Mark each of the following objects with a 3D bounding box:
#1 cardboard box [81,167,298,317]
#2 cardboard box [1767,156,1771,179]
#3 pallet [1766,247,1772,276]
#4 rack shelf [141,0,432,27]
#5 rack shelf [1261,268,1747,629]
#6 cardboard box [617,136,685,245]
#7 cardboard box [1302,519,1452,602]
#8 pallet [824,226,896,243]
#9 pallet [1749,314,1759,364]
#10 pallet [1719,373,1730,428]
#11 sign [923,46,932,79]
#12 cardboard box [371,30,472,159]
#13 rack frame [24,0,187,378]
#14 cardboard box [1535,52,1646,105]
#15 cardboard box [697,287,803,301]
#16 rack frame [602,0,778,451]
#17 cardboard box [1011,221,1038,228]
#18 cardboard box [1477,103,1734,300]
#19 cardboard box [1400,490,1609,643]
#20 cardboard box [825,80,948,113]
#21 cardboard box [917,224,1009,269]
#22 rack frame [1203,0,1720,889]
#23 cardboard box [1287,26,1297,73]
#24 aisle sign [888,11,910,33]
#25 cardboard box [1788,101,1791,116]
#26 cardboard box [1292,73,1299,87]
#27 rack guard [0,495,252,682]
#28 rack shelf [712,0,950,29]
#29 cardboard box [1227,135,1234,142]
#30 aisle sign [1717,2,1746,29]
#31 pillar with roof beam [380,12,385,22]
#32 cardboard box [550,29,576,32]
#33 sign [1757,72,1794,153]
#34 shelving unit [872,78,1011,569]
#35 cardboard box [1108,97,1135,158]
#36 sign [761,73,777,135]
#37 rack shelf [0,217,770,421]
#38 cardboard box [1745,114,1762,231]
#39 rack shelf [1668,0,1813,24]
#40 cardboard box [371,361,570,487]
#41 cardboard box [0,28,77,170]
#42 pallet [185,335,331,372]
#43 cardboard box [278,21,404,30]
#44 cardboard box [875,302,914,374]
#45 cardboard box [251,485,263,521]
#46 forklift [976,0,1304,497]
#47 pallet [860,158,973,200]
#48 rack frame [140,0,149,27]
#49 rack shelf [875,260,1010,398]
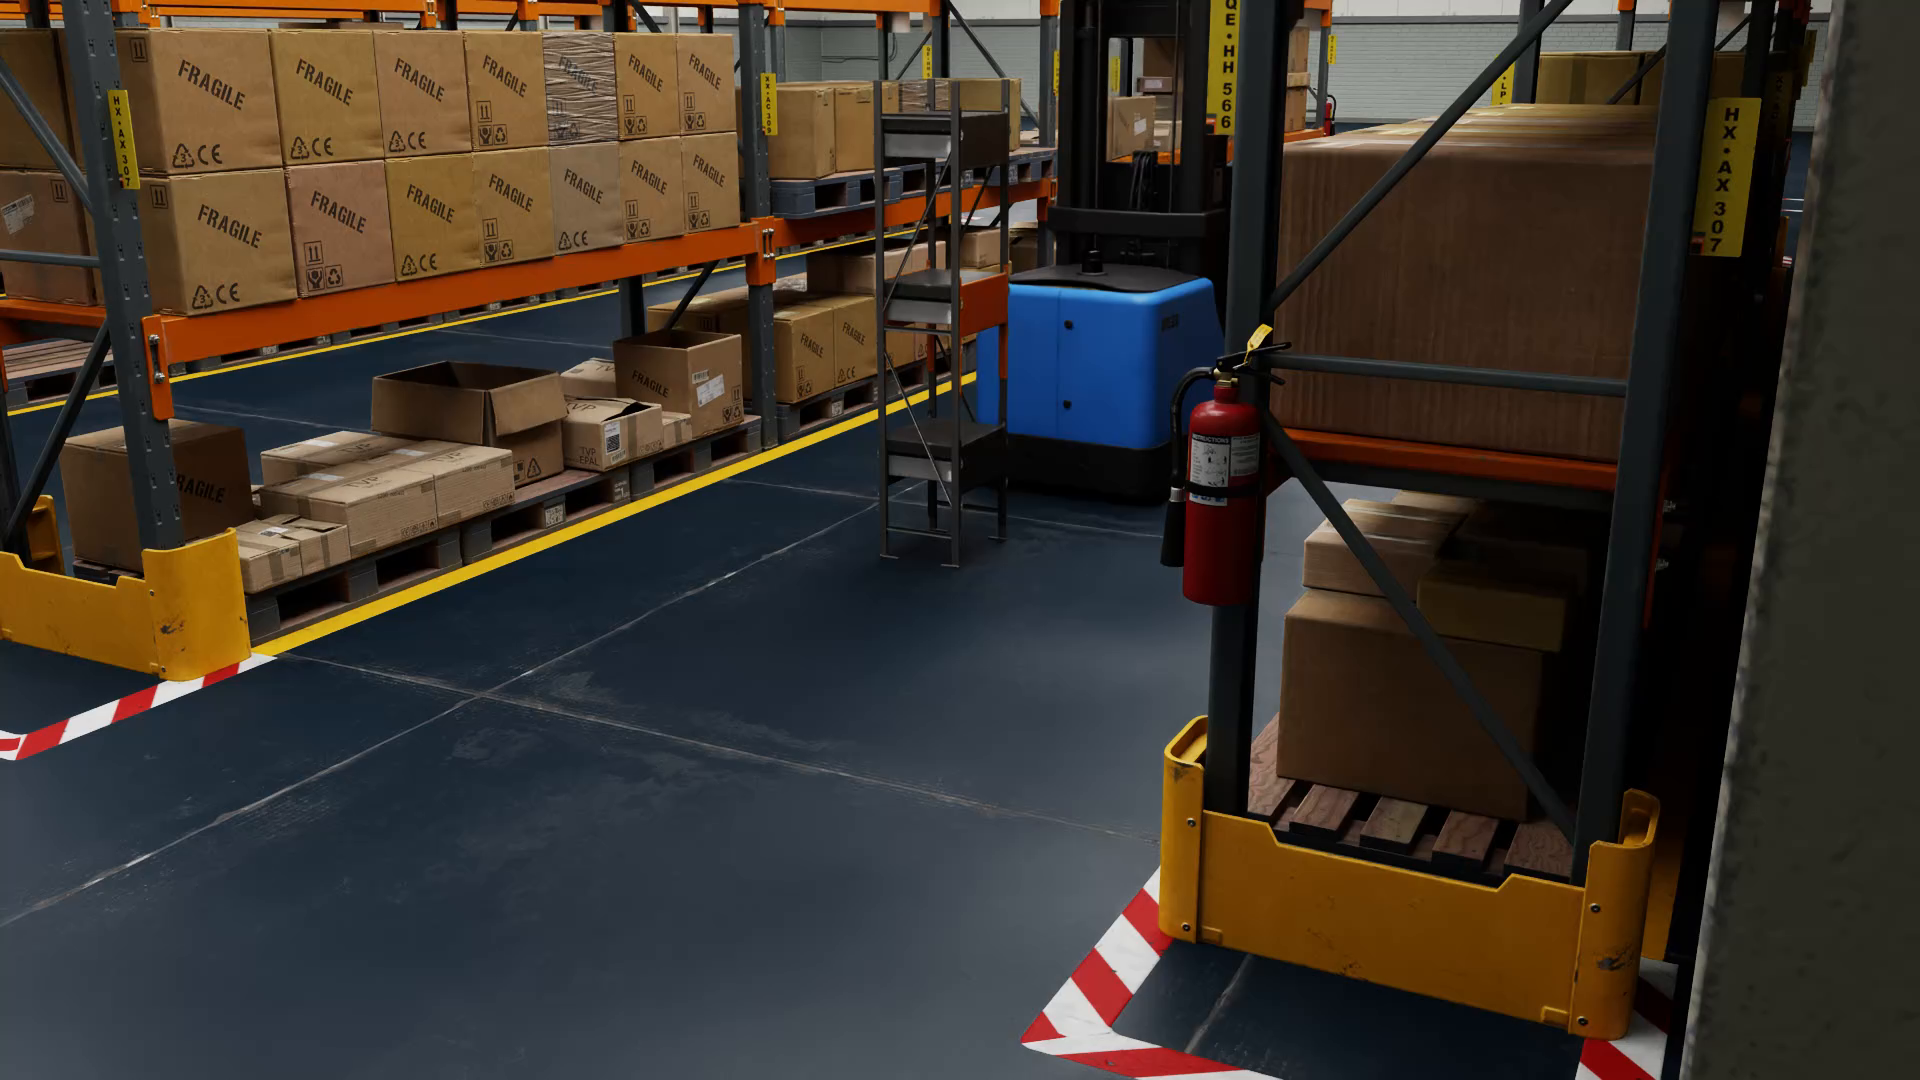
[{"bbox_3d":[-2.886,-1.137,6.242,0.500,0.500,0.500,9,19,27],"label":"cardboard box"},{"bbox_3d":[4.476,-2.337,9.726,0.500,0.500,0.500,8,18,25],"label":"cardboard box"},{"bbox_3d":[7.834,-2.897,17.241,1.003,0.211,1.213,8,18,25],"label":"pallet"},{"bbox_3d":[-7.713,-5.911,18.486,1.077,0.370,4.000,8,18,25],"label":"rack shelf"},{"bbox_3d":[2.007,-0.545,5.687,1.077,0.370,4.000,8,18,25],"label":"rack shelf"},{"bbox_3d":[-1.756,-1.785,8.423,0.500,0.500,0.500,9,19,27],"label":"cardboard box"},{"bbox_3d":[1.231,0.059,4.905,0.380,0.149,0.250,8,18,25],"label":"cardboard box"},{"bbox_3d":[-1.507,-3.838,20.410,1.003,0.211,1.213,8,18,25],"label":"pallet"},{"bbox_3d":[5.584,-1.590,12.839,1.003,0.211,1.213,8,18,25],"label":"pallet"},{"bbox_3d":[4.268,-0.890,10.483,1.003,0.211,1.213,8,18,25],"label":"pallet"},{"bbox_3d":[-0.244,-3.672,12.919,0.100,0.325,0.005,8,18,25],"label":"sign"},{"bbox_3d":[-2.431,-1.877,6.978,0.500,0.500,0.500,8,18,26],"label":"cardboard box"},{"bbox_3d":[-5.963,-2.659,11.544,1.000,3.000,0.127,8,18,25],"label":"rack frame"},{"bbox_3d":[2.880,-2.110,7.644,0.500,0.250,0.500,9,19,27],"label":"cardboard box"},{"bbox_3d":[-1.341,-1.328,10.678,0.500,0.500,0.500,8,18,26],"label":"cardboard box"},{"bbox_3d":[-1.533,-2.028,9.419,1.000,3.000,0.127,8,18,25],"label":"rack frame"},{"bbox_3d":[0.722,-2.625,14.536,0.500,0.311,0.500,8,18,25],"label":"cardboard box"},{"bbox_3d":[2.643,-1.407,6.799,0.980,0.700,0.700,8,19,26],"label":"cardboard box"},{"bbox_3d":[2.016,0.033,6.130,0.700,0.500,0.500,9,19,27],"label":"cardboard box"},{"bbox_3d":[-0.506,-2.913,11.484,0.700,0.500,0.500,12,21,36],"label":"cardboard box"},{"bbox_3d":[0.025,-2.136,12.083,0.500,0.250,0.500,9,19,27],"label":"cardboard box"},{"bbox_3d":[1.113,-0.380,3.870,1.000,3.000,0.127,8,18,25],"label":"rack frame"},{"bbox_3d":[3.355,-5.489,18.617,0.700,0.500,0.500,8,18,24],"label":"cardboard box"},{"bbox_3d":[-0.831,-7.018,21.652,0.394,0.787,0.004,8,18,25],"label":"aisle sign"},{"bbox_3d":[8.242,-4.606,17.007,0.500,0.500,0.500,8,18,25],"label":"cardboard box"},{"bbox_3d":[3.599,-5.190,18.749,0.380,0.149,0.250,8,18,25],"label":"cardboard box"},{"bbox_3d":[-3.286,0.170,6.409,1.175,0.500,0.348,8,18,25],"label":"rack guard"},{"bbox_3d":[-1.494,-6.300,19.795,1.077,0.370,4.000,8,18,25],"label":"rack shelf"},{"bbox_3d":[2.464,-4.363,17.103,0.700,0.500,0.500,8,18,25],"label":"cardboard box"},{"bbox_3d":[8.026,-5.758,17.411,0.394,0.787,0.004,8,18,25],"label":"aisle sign"},{"bbox_3d":[-10.244,-13.560,37.706,9.100,9.000,0.400,8,18,25],"label":"pillar with roof beam"},{"bbox_3d":[-5.500,-6.589,22.321,0.500,0.500,0.500,8,18,25],"label":"cardboard box"},{"bbox_3d":[3.397,-1.782,6.929,0.100,0.325,0.005,8,18,25],"label":"sign"},{"bbox_3d":[-0.074,-0.964,7.417,0.431,2.100,0.503,8,18,25],"label":"shelving unit"},{"bbox_3d":[1.225,-3.659,14.732,0.500,0.500,0.500,8,18,25],"label":"cardboard box"},{"bbox_3d":[-1.044,-2.376,9.069,0.100,0.325,0.005,8,18,25],"label":"sign"},{"bbox_3d":[-2.427,-1.174,7.806,1.077,0.370,4.000,8,18,25],"label":"rack shelf"},{"bbox_3d":[3.331,-1.684,7.527,0.500,0.500,0.500,7,18,23],"label":"cardboard box"},{"bbox_3d":[7.369,-5.039,15.551,1.077,0.370,4.000,8,18,25],"label":"rack shelf"},{"bbox_3d":[-2.368,-0.563,8.098,0.797,0.503,0.637,8,18,25],"label":"cardboard box"},{"bbox_3d":[-3.368,-1.685,6.331,0.500,0.500,0.500,8,18,25],"label":"cardboard box"},{"bbox_3d":[-5.581,-1.514,12.584,1.003,0.211,1.213,8,18,25],"label":"pallet"},{"bbox_3d":[-7.299,-5.632,19.759,1.000,1.000,1.000,8,18,26],"label":"cardboard box"},{"bbox_3d":[-0.641,-1.397,10.910,0.500,0.500,0.500,8,18,26],"label":"cardboard box"},{"bbox_3d":[-3.036,-0.124,7.210,0.380,0.166,0.250,8,18,25],"label":"cardboard box"},{"bbox_3d":[1.234,-1.996,9.431,1.130,2.935,3.031,9,19,28],"label":"forklift"},{"bbox_3d":[-0.611,-2.459,11.207,1.003,0.211,1.213,8,18,25],"label":"pallet"},{"bbox_3d":[-8.606,-4.308,17.095,1.000,3.000,0.127,8,18,25],"label":"rack frame"},{"bbox_3d":[-0.074,-0.951,7.421,0.431,0.518,0.480,8,18,25],"label":"rack shelf"}]
